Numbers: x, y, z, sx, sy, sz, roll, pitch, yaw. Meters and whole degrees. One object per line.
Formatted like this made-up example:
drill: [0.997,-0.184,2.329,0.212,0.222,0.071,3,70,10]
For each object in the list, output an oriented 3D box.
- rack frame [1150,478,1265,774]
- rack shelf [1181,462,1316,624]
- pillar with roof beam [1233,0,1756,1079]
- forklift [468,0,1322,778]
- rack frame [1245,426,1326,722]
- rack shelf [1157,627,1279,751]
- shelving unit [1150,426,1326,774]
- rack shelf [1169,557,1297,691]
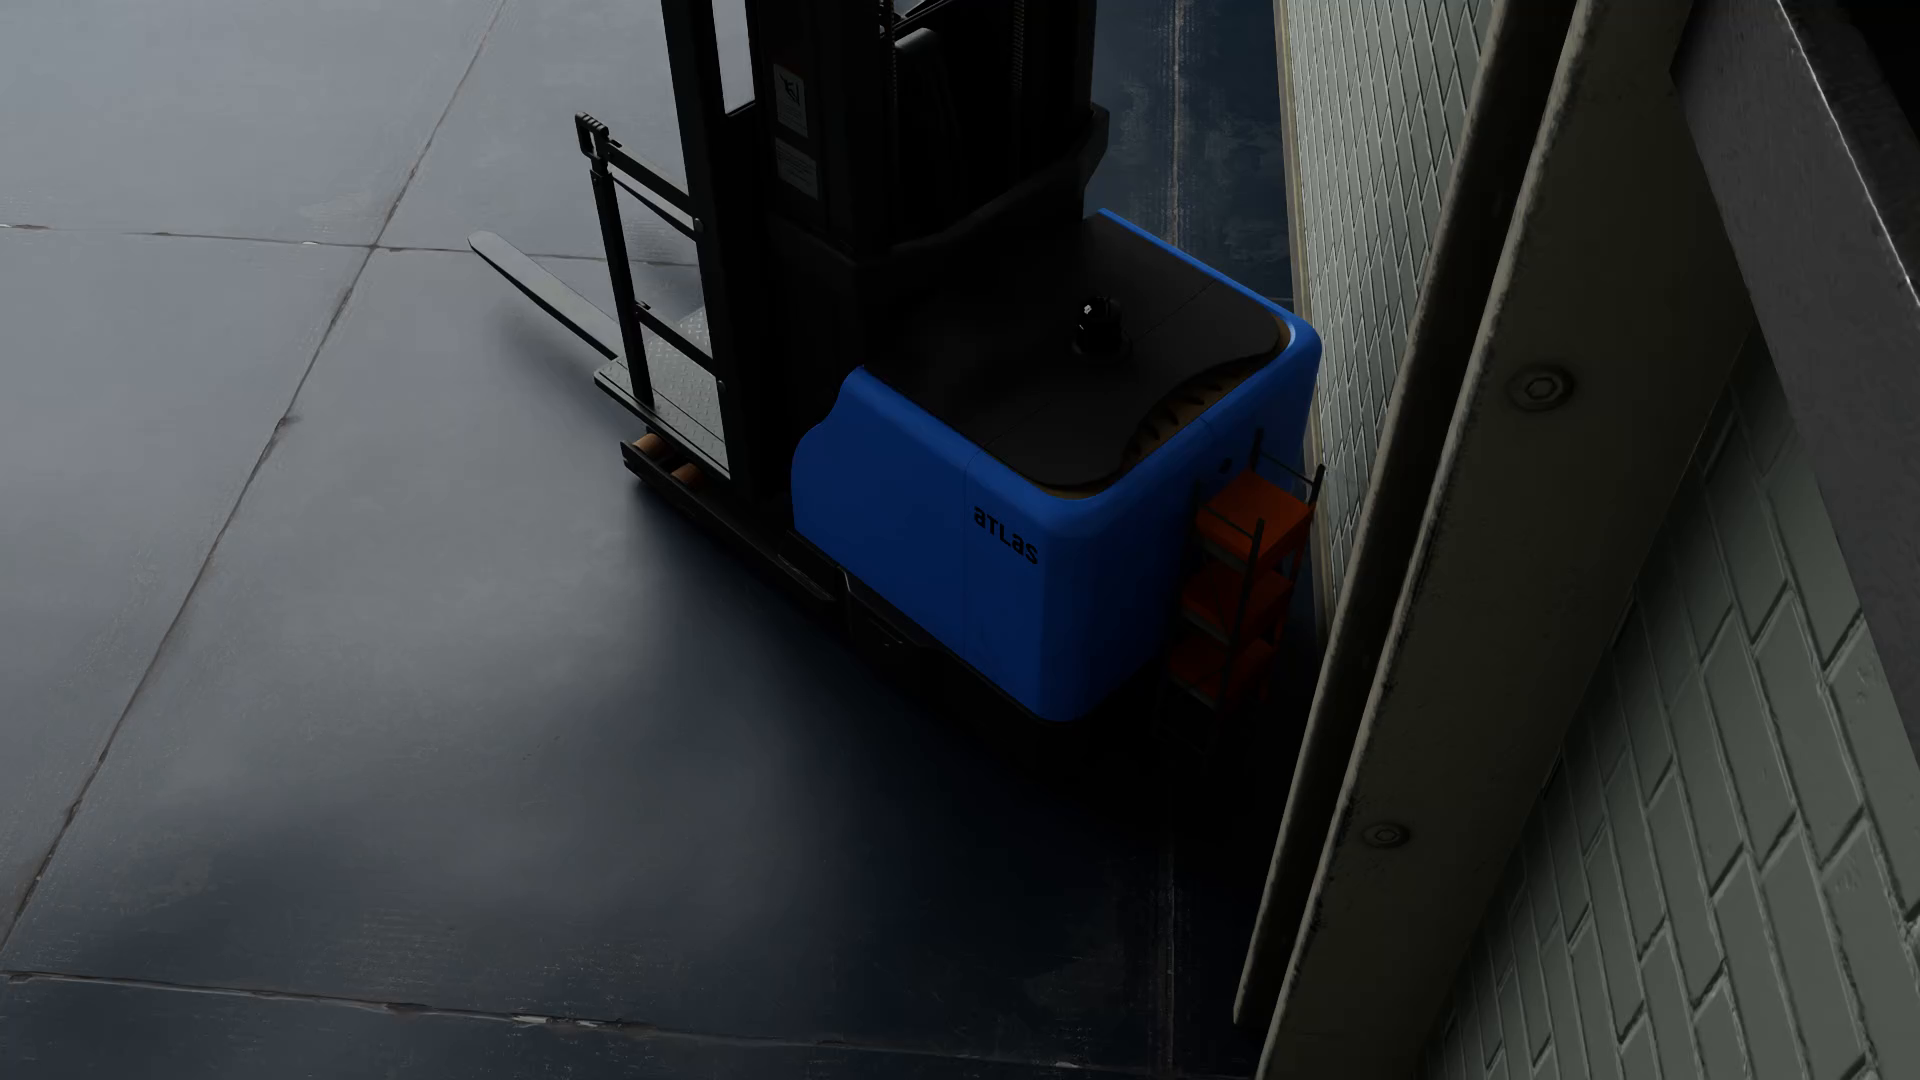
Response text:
rack frame: [0.626,0.253,4.303,0.200,1.050,0.008,36,57,26]
rack shelf: [0.714,0.007,4.159,0.215,0.259,0.240,36,57,26]
pillar with roof beam: [-3.463,-2.003,0.984,9.100,9.000,0.400,4,48,4]
forklift: [-0.447,-1.313,4.465,3.031,2.935,1.130,36,57,28]
rack frame: [0.793,0.122,4.423,0.200,1.050,0.008,36,57,26]
rack shelf: [0.704,0.379,4.579,0.215,0.259,0.240,36,57,26]
shelving unit: [0.710,0.188,4.363,0.215,1.050,0.252,36,57,26]
rack shelf: [0.709,0.195,4.371,0.215,0.259,0.240,36,57,26]
